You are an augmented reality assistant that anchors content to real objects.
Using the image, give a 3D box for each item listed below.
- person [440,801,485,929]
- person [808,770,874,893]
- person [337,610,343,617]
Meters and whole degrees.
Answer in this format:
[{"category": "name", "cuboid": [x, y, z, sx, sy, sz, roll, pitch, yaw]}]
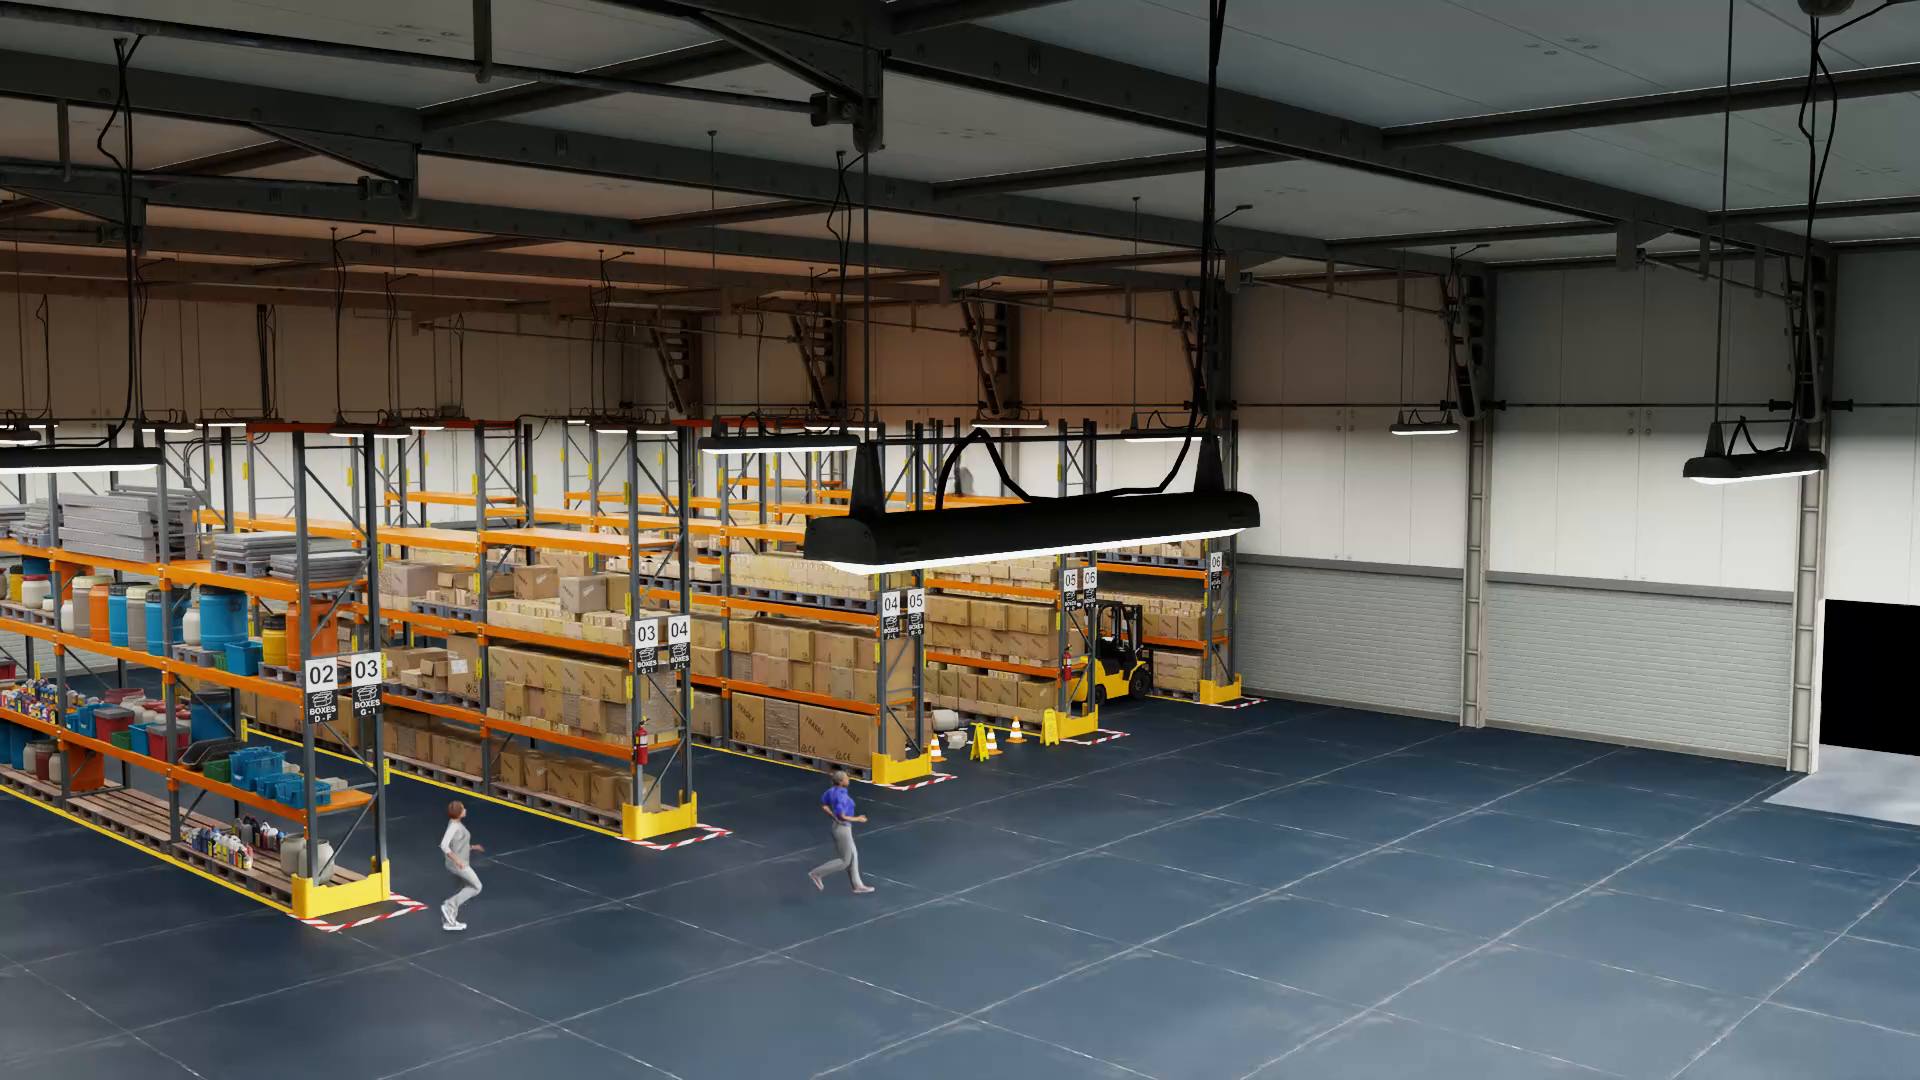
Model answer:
[{"category": "person", "cuboid": [-5.997, 3.914, 20.041, 0.533, 1.559, 0.525, -2, 5, -20]}, {"category": "person", "cuboid": [-1.538, 3.759, 21.349, 0.887, 1.632, 0.581, -2, 5, -20]}, {"category": "person", "cuboid": [-14.590, 2.395, 38.331, 0.755, 1.588, 0.870, 2, 5, 28]}]
